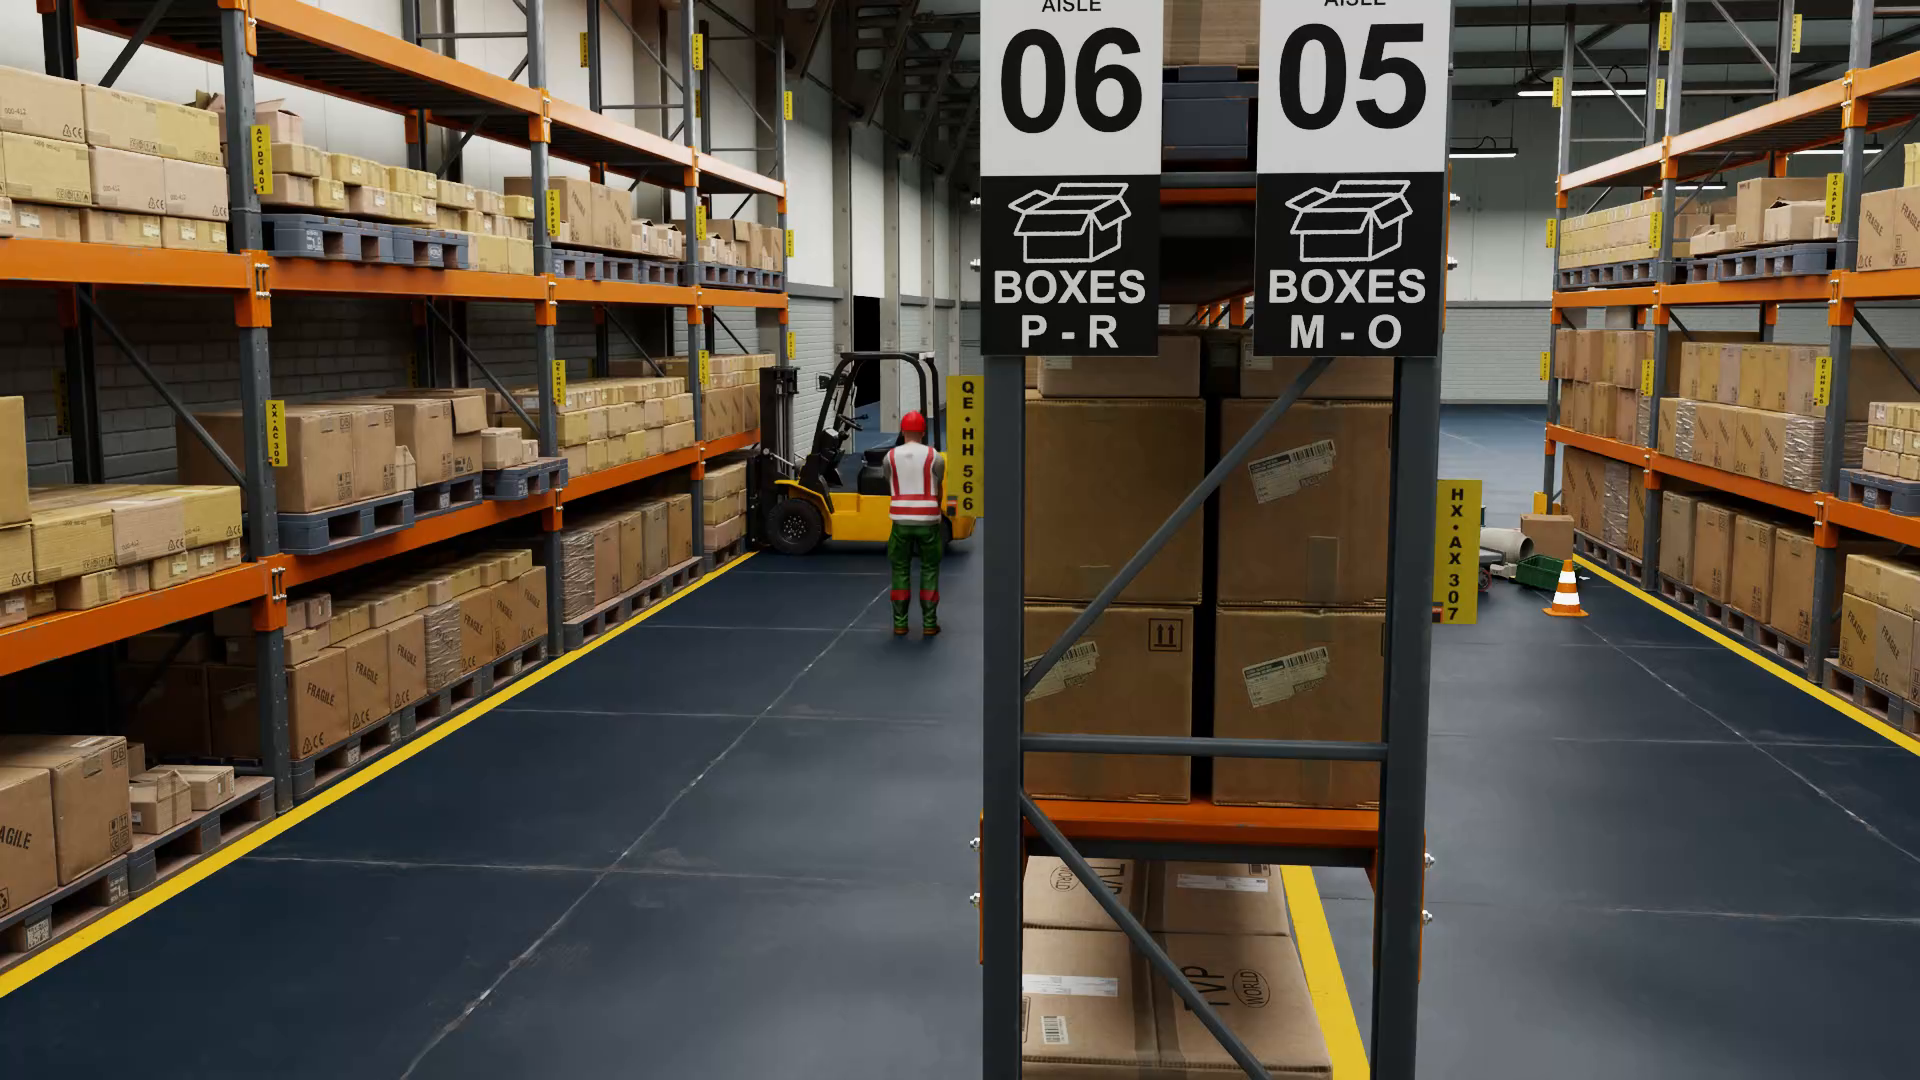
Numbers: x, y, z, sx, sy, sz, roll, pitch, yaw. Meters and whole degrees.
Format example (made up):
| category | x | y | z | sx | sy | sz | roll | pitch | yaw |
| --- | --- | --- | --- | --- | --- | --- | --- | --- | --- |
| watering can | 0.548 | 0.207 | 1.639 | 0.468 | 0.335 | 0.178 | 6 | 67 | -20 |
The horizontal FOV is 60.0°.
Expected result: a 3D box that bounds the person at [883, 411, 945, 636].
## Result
| category | x | y | z | sx | sy | sz | roll | pitch | yaw |
| --- | --- | --- | --- | --- | --- | --- | --- | --- | --- |
| person | -0.361 | -0.151 | 13.352 | 0.495 | 1.784 | 0.560 | 1 | 8 | 5 |
